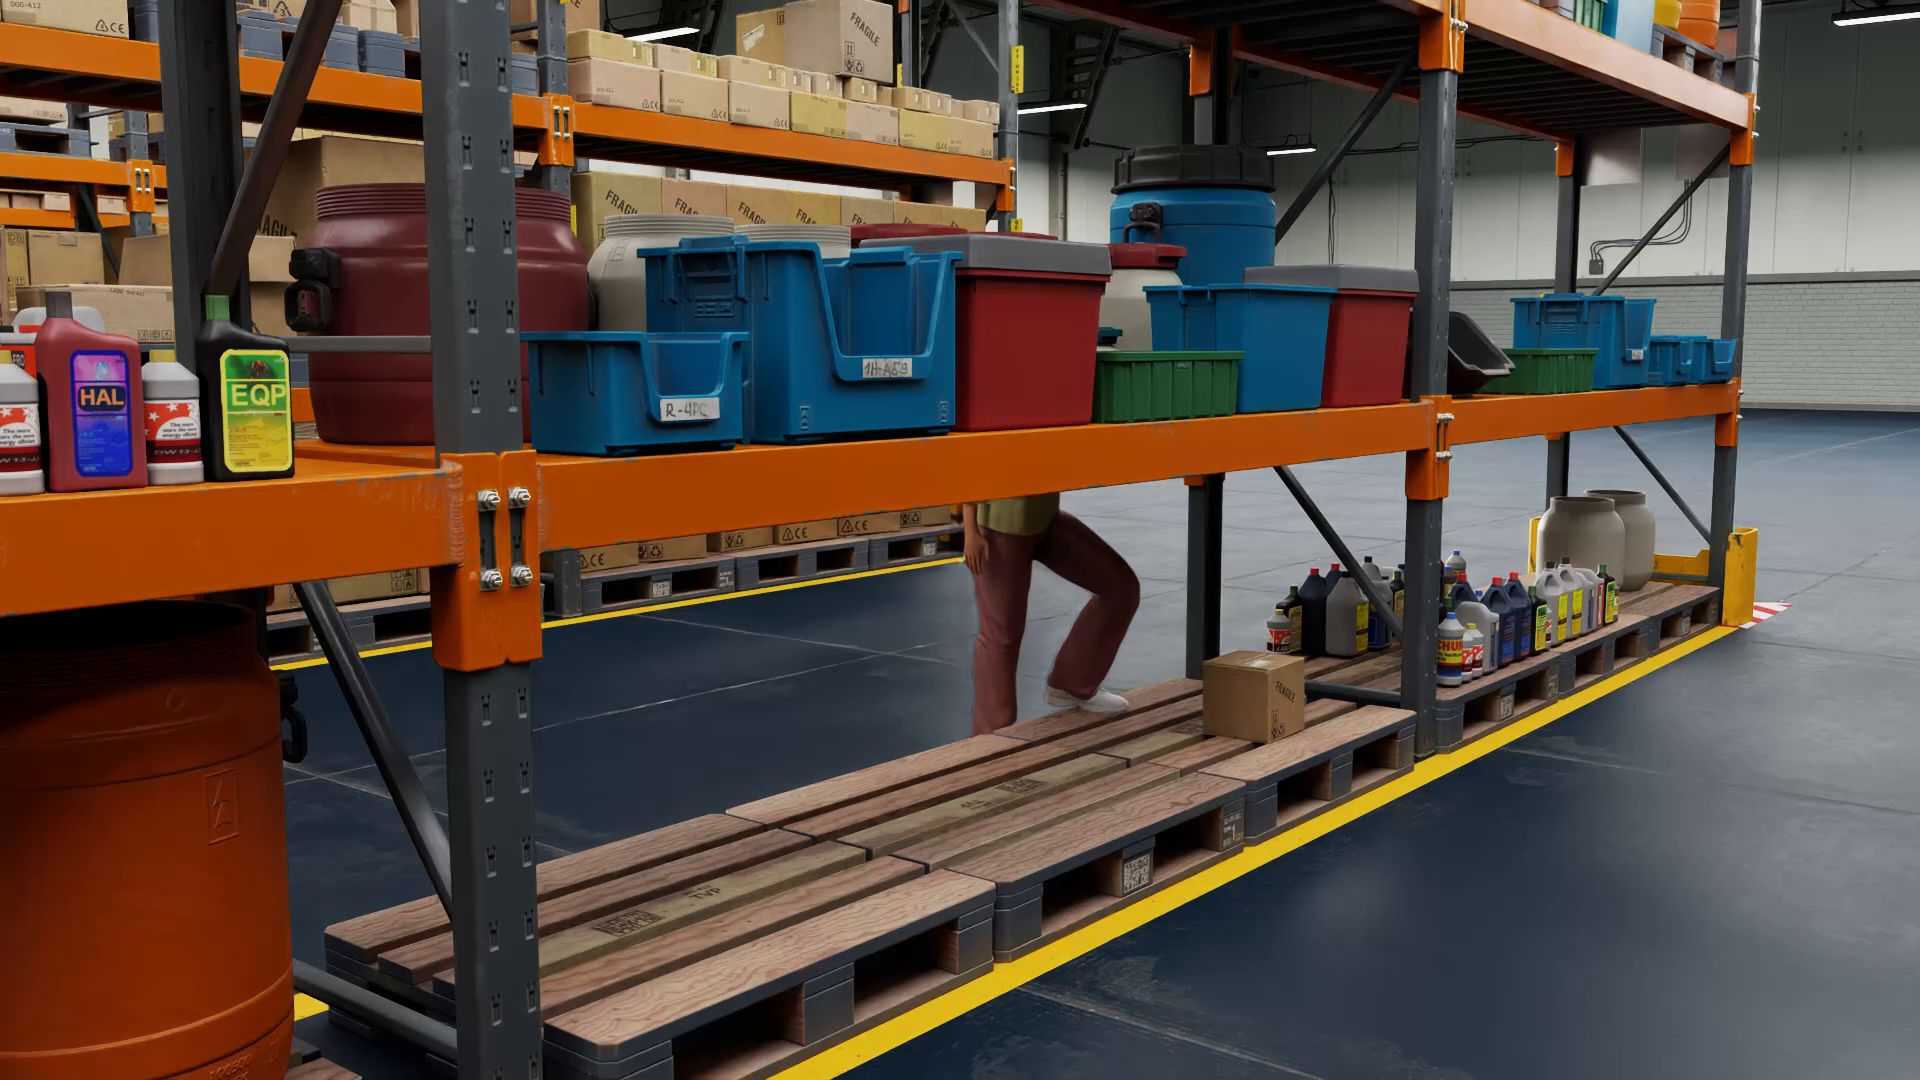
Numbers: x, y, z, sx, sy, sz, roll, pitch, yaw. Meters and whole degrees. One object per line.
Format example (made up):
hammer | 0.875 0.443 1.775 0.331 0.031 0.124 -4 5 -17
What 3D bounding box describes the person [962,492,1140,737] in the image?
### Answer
person | 0.291 -0.018 5.792 0.536 1.678 0.508 5 8 36
